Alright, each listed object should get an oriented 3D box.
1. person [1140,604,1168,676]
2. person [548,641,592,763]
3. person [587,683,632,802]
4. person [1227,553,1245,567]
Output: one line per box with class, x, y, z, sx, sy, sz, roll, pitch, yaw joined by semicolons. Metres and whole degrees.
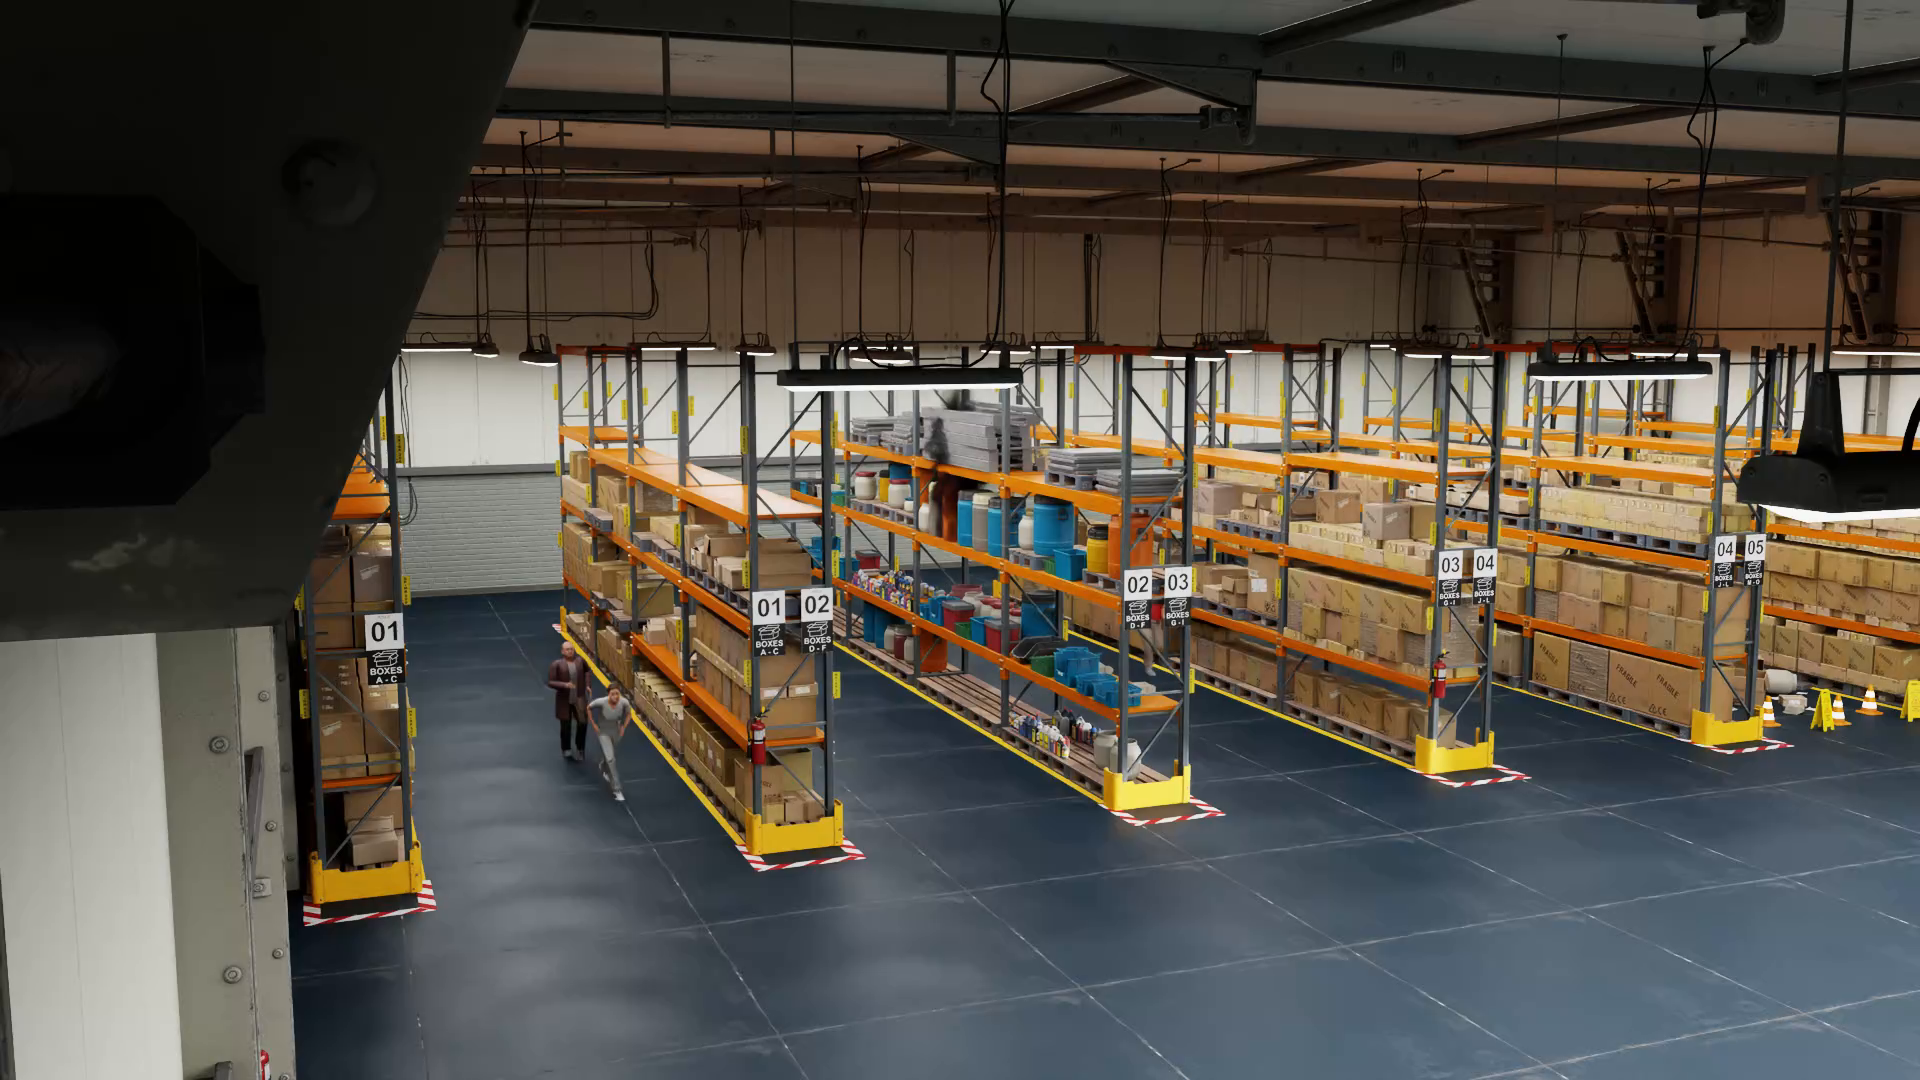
person;3.330;1.512;29.176;0.665;1.699;0.603;-2;8;-18
person;-5.683;2.374;24.325;0.671;1.795;0.768;-3;8;-24
person;-4.796;2.685;22.693;0.597;1.625;0.990;-3;8;-22
person;6.754;0.234;41.556;0.860;1.648;0.674;5;9;36
